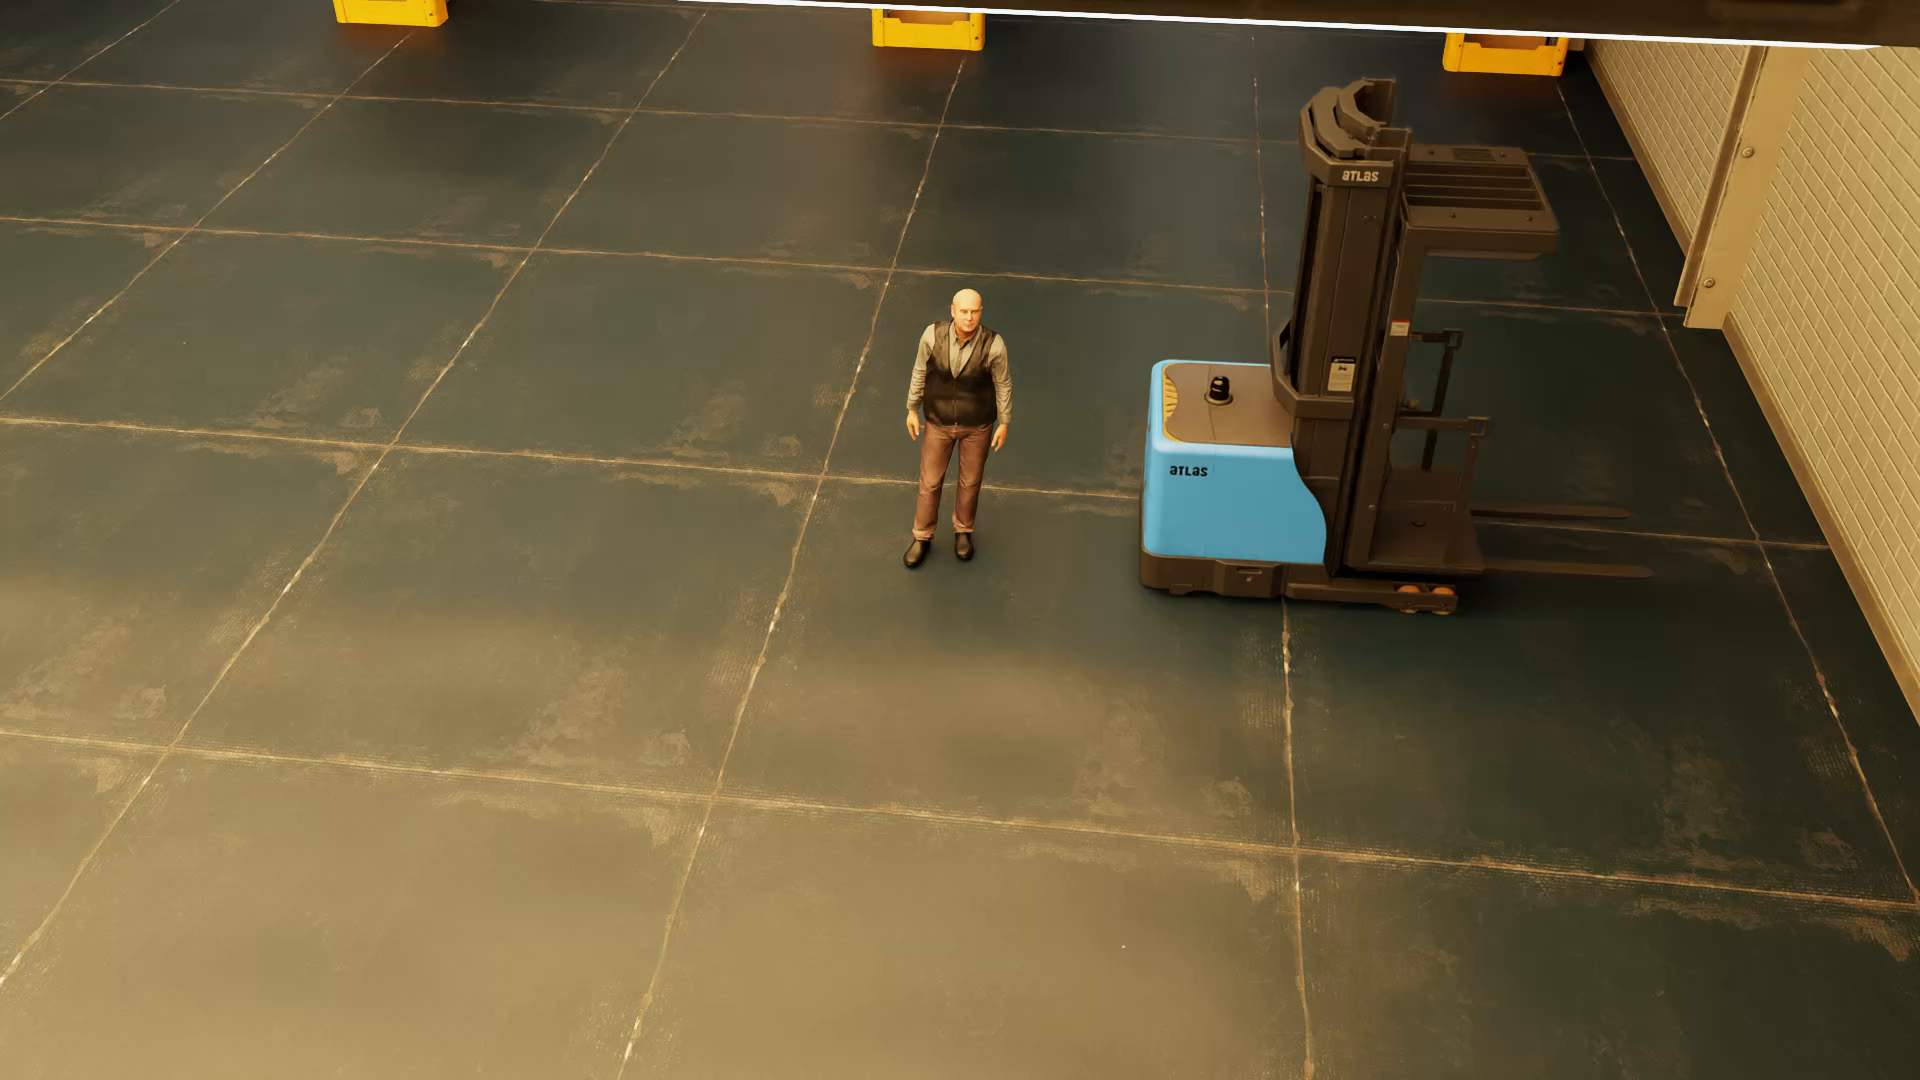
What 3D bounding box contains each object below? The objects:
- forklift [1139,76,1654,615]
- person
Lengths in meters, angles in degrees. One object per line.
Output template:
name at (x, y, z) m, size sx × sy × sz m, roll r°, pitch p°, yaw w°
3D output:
forklift at (2.631, -1.065, 9.475) m, size 3.031 × 2.935 × 1.130 m, roll 3°, pitch 37°, yaw 4°
person at (-0.015, -0.663, 9.936) m, size 0.633 × 1.721 × 0.568 m, roll 4°, pitch 37°, yaw 6°
